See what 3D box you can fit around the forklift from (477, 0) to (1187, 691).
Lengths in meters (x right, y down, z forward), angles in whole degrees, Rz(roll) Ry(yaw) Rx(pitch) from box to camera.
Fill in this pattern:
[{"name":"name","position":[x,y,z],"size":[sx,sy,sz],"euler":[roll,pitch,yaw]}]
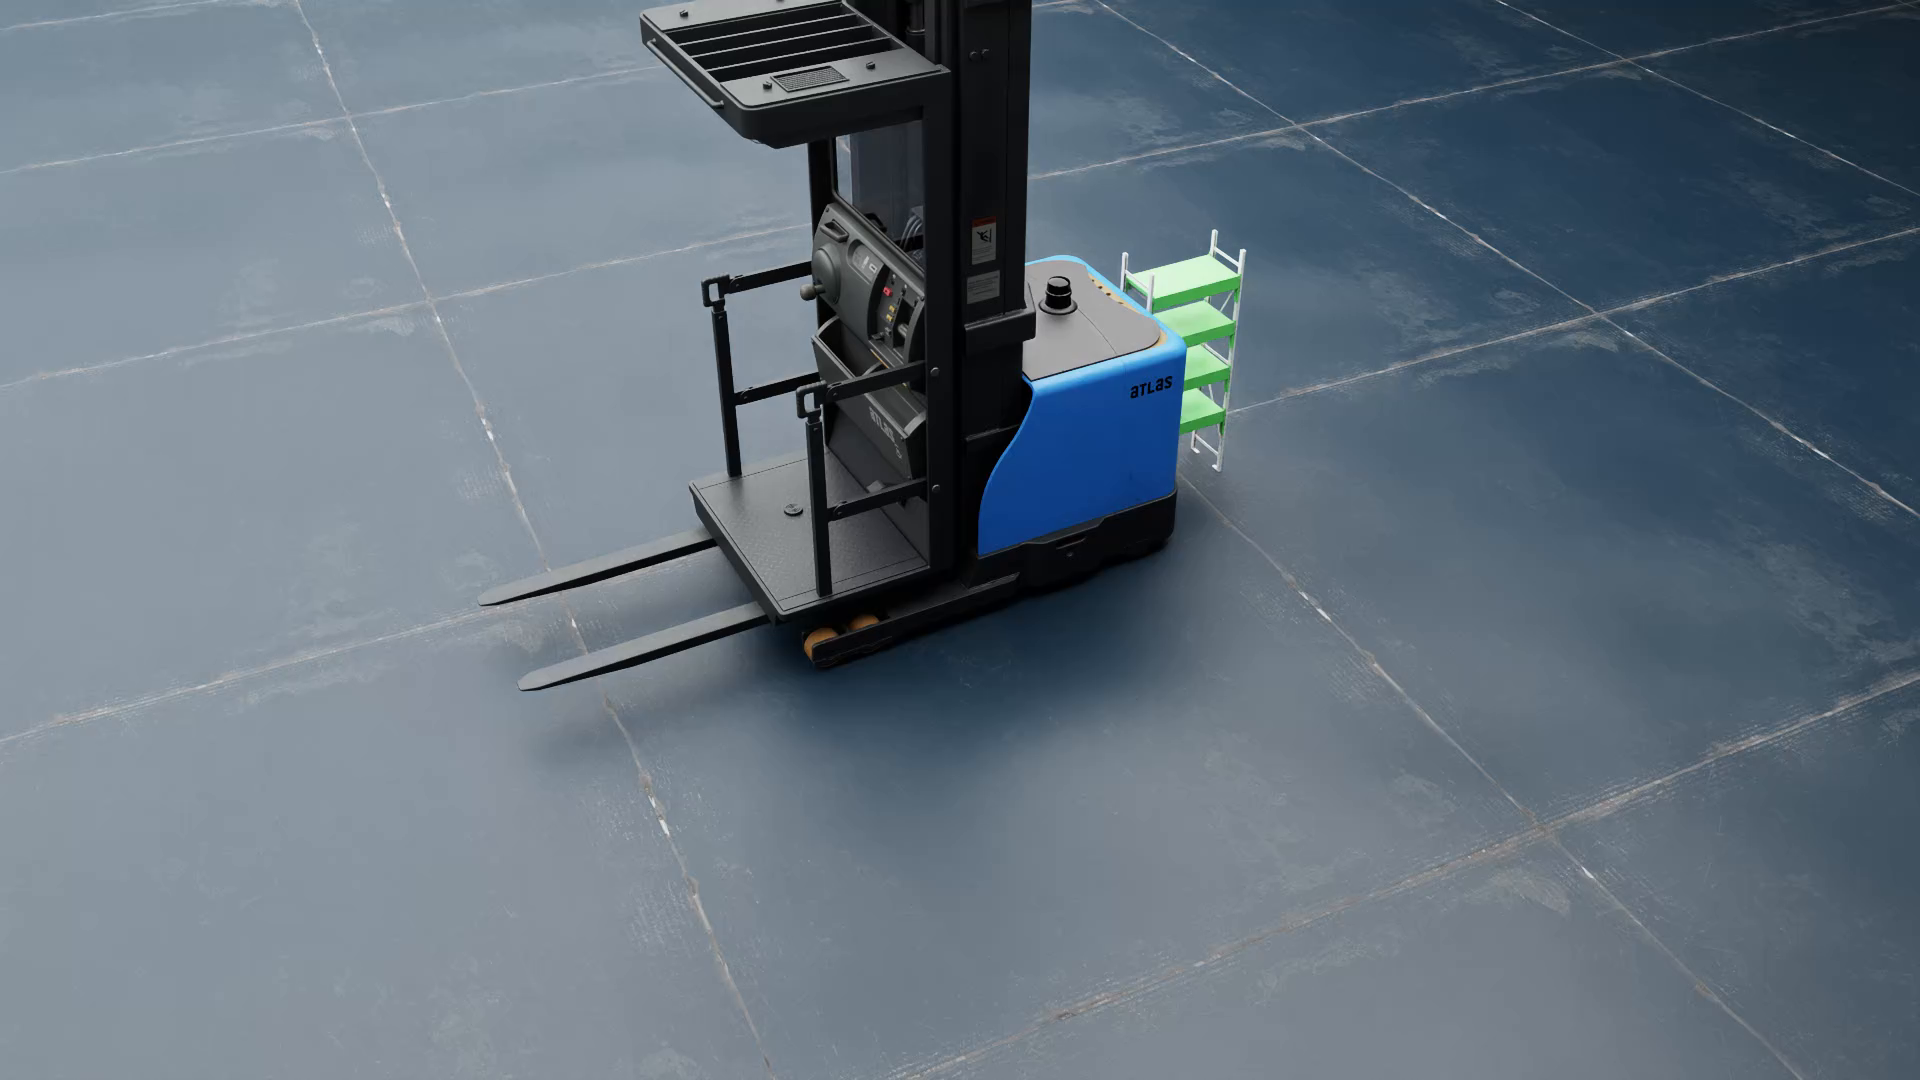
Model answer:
[{"name":"forklift","position":[-0.557,-1.001,6.639],"size":[3.031,2.935,1.130],"euler":[-18,40,-22]}]

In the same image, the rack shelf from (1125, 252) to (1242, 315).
[{"name":"rack shelf","position":[1.010,-1.148,7.592],"size":[0.480,0.148,0.258],"euler":[-18,40,-22]}]

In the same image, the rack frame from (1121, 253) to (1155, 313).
[{"name":"rack frame","position":[0.794,-0.745,7.748],"size":[0.015,1.200,0.240],"euler":[-18,40,-22]}]

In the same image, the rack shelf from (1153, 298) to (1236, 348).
[{"name":"rack shelf","position":[1.010,-0.955,7.735],"size":[0.480,0.148,0.258],"euler":[-18,40,-22]}]

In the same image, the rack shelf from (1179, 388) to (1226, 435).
[{"name":"rack shelf","position":[1.010,-0.570,8.021],"size":[0.480,0.148,0.258],"euler":[-18,40,-22]}]

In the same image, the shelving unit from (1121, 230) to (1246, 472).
[{"name":"shelving unit","position":[1.010,-0.814,7.840],"size":[0.503,1.200,0.258],"euler":[-18,40,-22]}]

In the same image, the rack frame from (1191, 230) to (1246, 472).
[{"name":"rack frame","position":[1.225,-0.882,7.932],"size":[0.015,1.200,0.240],"euler":[-18,40,-22]}]

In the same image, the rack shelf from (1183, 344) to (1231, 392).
[{"name":"rack shelf","position":[1.010,-0.762,7.878],"size":[0.480,0.148,0.258],"euler":[-18,40,-22]}]
